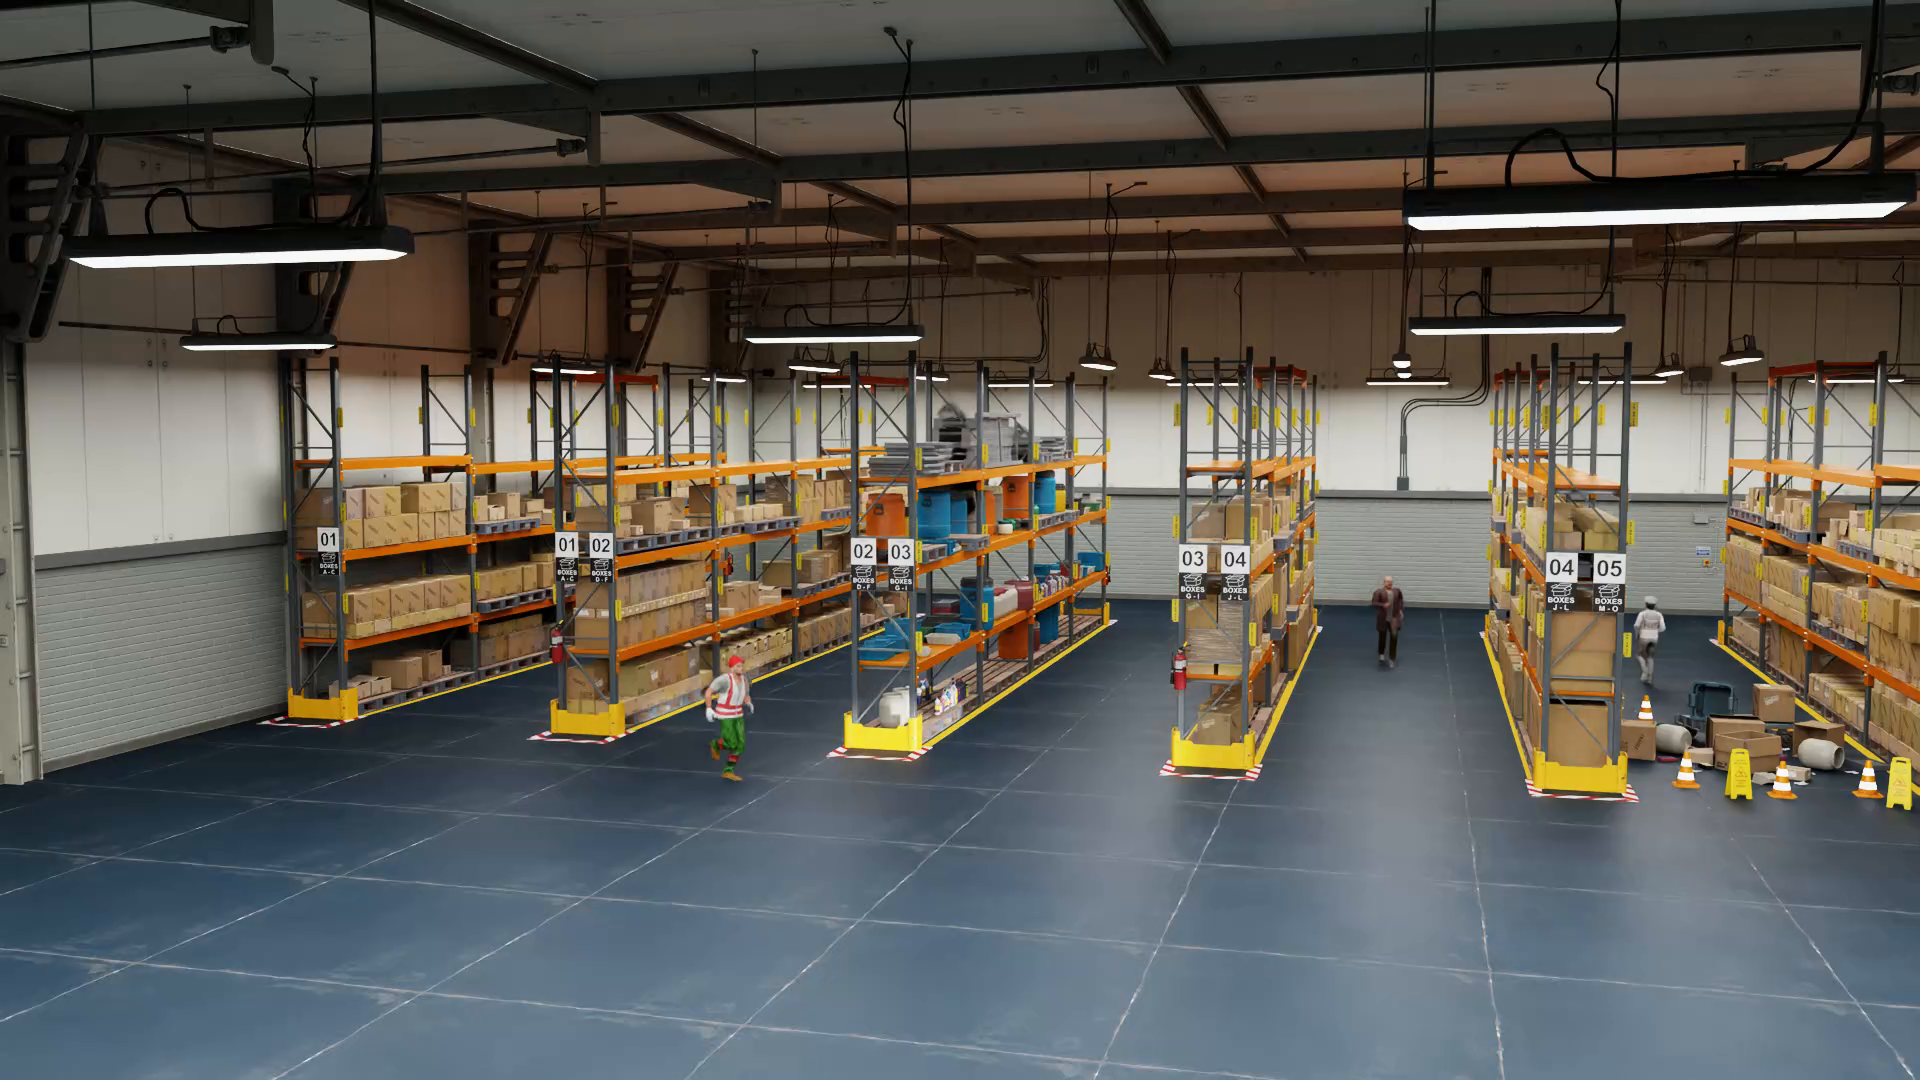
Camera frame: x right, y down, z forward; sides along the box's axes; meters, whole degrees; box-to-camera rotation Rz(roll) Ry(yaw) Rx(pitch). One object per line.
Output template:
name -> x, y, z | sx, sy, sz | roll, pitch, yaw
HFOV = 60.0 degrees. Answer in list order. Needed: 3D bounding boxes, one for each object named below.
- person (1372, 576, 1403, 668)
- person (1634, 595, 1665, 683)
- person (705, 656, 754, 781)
person -> 8.646, 1.636, 33.648 | 0.674, 1.841, 0.950 | 0, 4, 6
person -> 12.964, 1.865, 31.397 | 0.605, 1.652, 0.550 | 0, 4, 5
person -> -3.197, 2.460, 23.081 | 0.709, 1.734, 0.703 | 4, 6, 41
